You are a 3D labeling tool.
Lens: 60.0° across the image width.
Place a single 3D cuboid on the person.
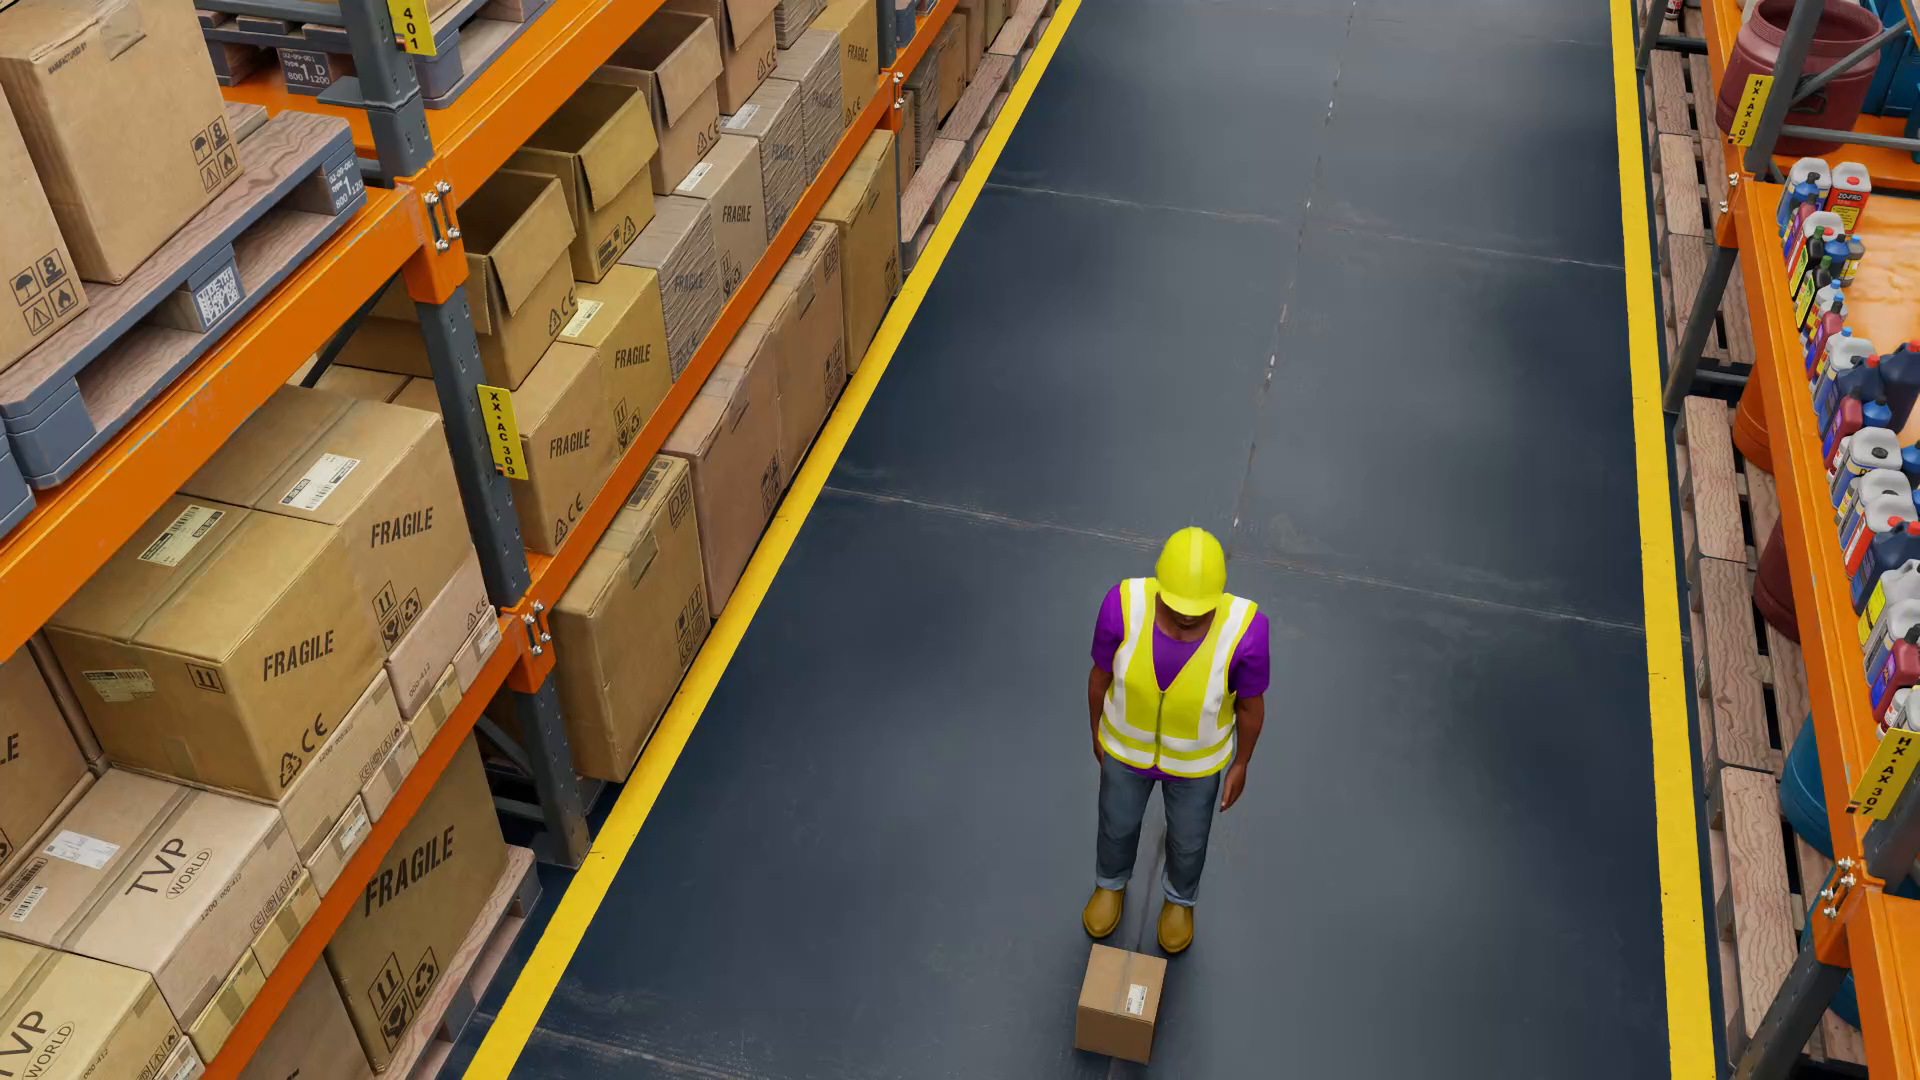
[{"bbox_3d":[0.675,0.660,5.375,0.565,1.763,0.361,11,42,12],"label":"person"}]
